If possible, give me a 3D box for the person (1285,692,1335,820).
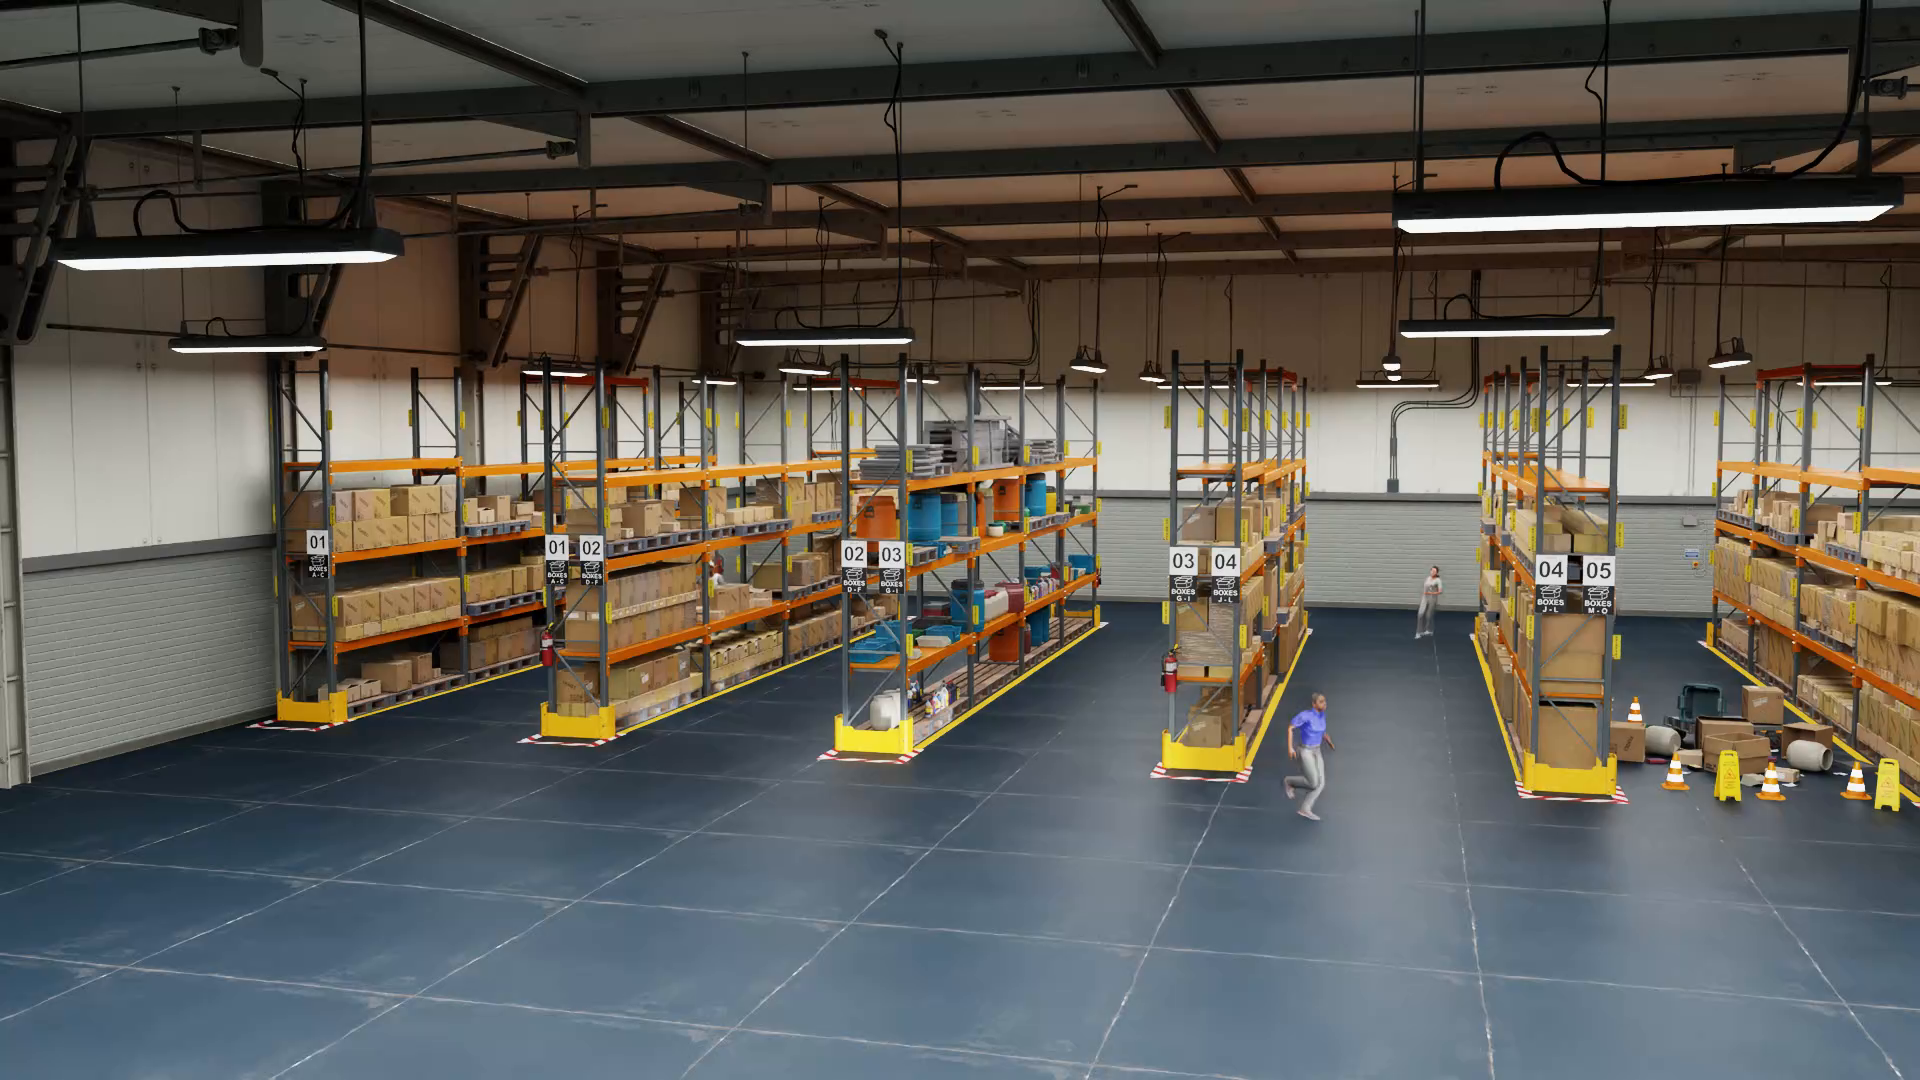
[{"bbox_3d":[4.413,2.718,20.962,0.612,1.614,0.639,-3,5,-40],"label":"person"}]

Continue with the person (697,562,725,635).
[{"bbox_3d":[-5.737,1.376,38.268,0.687,1.769,0.883,1,4,7],"label":"person"}]

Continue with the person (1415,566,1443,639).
[{"bbox_3d":[10.846,1.439,38.217,0.563,1.704,0.688,3,5,38],"label":"person"}]
